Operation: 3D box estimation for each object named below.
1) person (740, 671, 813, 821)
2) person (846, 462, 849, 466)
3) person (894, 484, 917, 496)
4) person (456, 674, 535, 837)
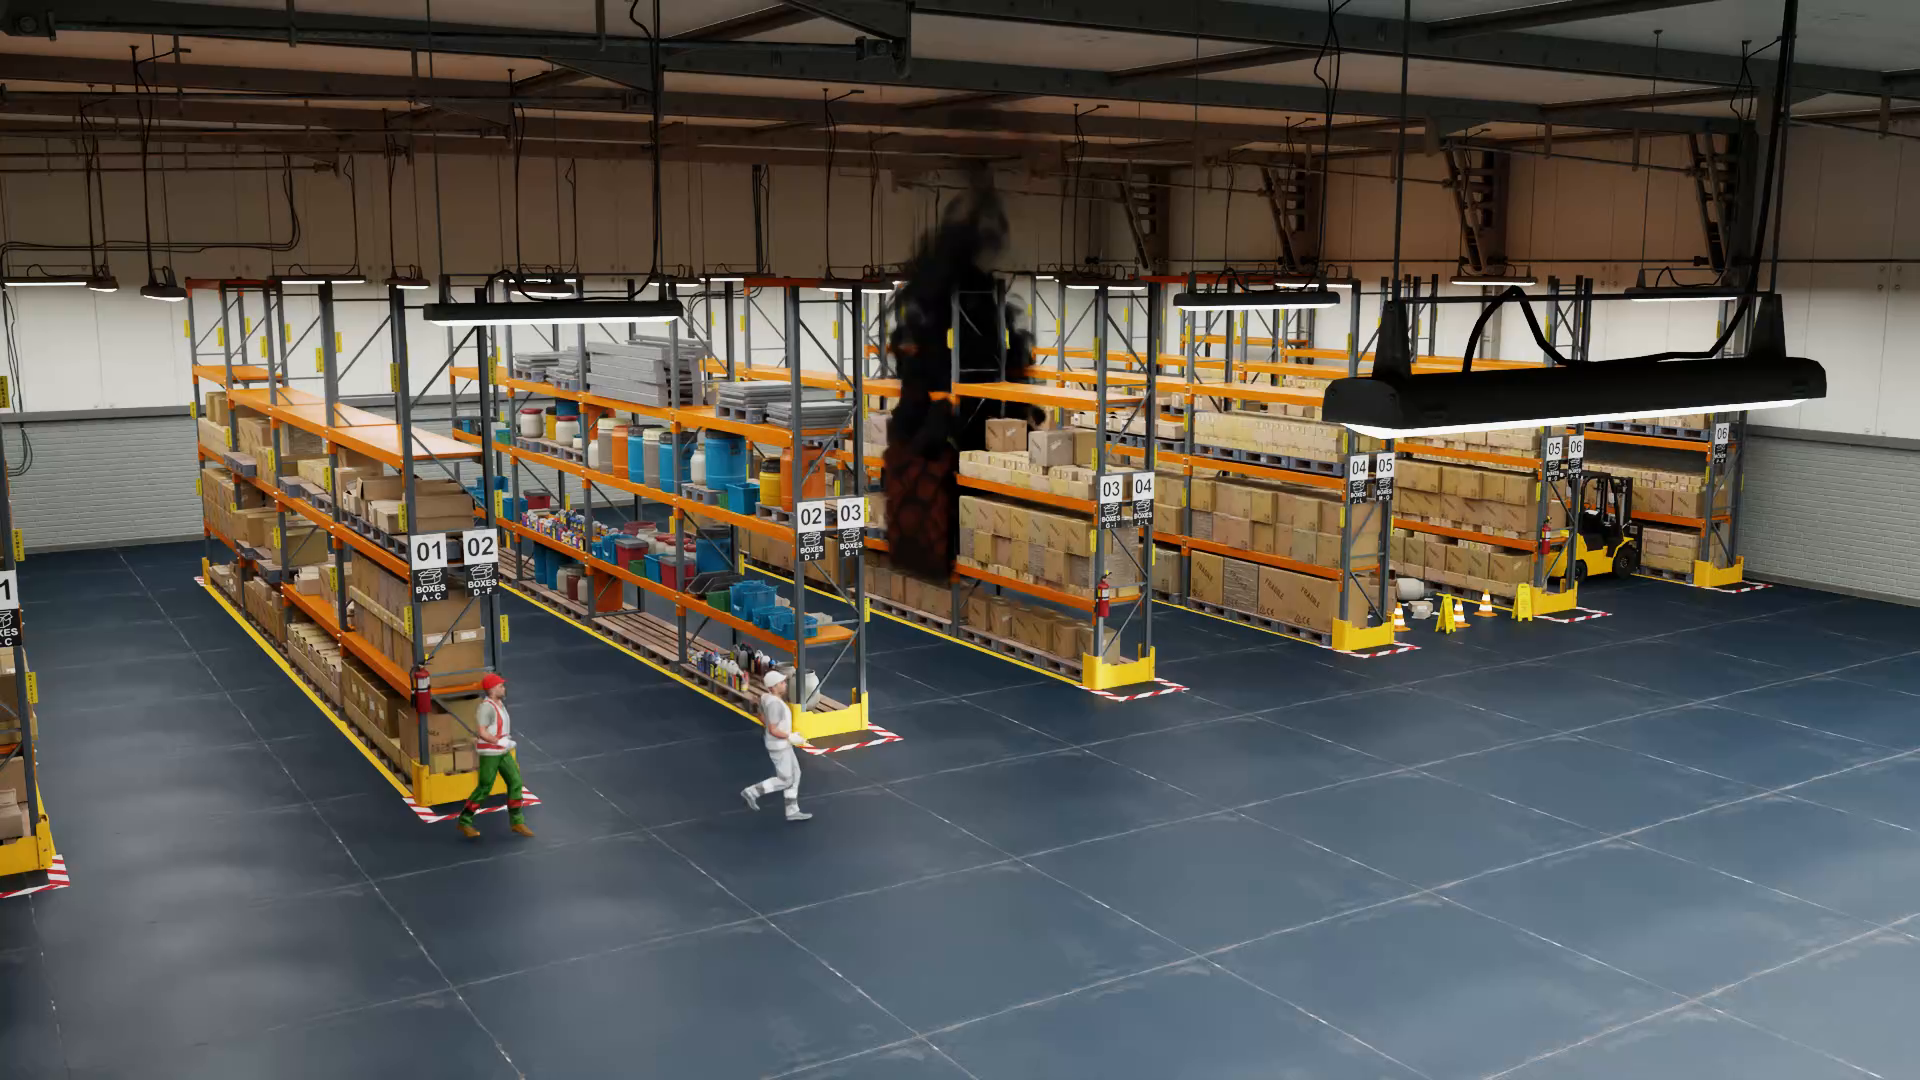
[{"bbox_3d":[-2.094,2.338,18.838,0.818,1.758,0.653,-2,10,-11],"label":"person"},{"bbox_3d":[-2.734,-0.993,38.903,0.627,1.702,0.821,-6,11,-31],"label":"person"},{"bbox_3d":[-1.366,-1.513,42.056,0.663,1.703,0.672,5,11,27],"label":"person"},{"bbox_3d":[-5.119,2.371,18.451,0.853,1.785,0.722,1,10,6],"label":"person"}]
